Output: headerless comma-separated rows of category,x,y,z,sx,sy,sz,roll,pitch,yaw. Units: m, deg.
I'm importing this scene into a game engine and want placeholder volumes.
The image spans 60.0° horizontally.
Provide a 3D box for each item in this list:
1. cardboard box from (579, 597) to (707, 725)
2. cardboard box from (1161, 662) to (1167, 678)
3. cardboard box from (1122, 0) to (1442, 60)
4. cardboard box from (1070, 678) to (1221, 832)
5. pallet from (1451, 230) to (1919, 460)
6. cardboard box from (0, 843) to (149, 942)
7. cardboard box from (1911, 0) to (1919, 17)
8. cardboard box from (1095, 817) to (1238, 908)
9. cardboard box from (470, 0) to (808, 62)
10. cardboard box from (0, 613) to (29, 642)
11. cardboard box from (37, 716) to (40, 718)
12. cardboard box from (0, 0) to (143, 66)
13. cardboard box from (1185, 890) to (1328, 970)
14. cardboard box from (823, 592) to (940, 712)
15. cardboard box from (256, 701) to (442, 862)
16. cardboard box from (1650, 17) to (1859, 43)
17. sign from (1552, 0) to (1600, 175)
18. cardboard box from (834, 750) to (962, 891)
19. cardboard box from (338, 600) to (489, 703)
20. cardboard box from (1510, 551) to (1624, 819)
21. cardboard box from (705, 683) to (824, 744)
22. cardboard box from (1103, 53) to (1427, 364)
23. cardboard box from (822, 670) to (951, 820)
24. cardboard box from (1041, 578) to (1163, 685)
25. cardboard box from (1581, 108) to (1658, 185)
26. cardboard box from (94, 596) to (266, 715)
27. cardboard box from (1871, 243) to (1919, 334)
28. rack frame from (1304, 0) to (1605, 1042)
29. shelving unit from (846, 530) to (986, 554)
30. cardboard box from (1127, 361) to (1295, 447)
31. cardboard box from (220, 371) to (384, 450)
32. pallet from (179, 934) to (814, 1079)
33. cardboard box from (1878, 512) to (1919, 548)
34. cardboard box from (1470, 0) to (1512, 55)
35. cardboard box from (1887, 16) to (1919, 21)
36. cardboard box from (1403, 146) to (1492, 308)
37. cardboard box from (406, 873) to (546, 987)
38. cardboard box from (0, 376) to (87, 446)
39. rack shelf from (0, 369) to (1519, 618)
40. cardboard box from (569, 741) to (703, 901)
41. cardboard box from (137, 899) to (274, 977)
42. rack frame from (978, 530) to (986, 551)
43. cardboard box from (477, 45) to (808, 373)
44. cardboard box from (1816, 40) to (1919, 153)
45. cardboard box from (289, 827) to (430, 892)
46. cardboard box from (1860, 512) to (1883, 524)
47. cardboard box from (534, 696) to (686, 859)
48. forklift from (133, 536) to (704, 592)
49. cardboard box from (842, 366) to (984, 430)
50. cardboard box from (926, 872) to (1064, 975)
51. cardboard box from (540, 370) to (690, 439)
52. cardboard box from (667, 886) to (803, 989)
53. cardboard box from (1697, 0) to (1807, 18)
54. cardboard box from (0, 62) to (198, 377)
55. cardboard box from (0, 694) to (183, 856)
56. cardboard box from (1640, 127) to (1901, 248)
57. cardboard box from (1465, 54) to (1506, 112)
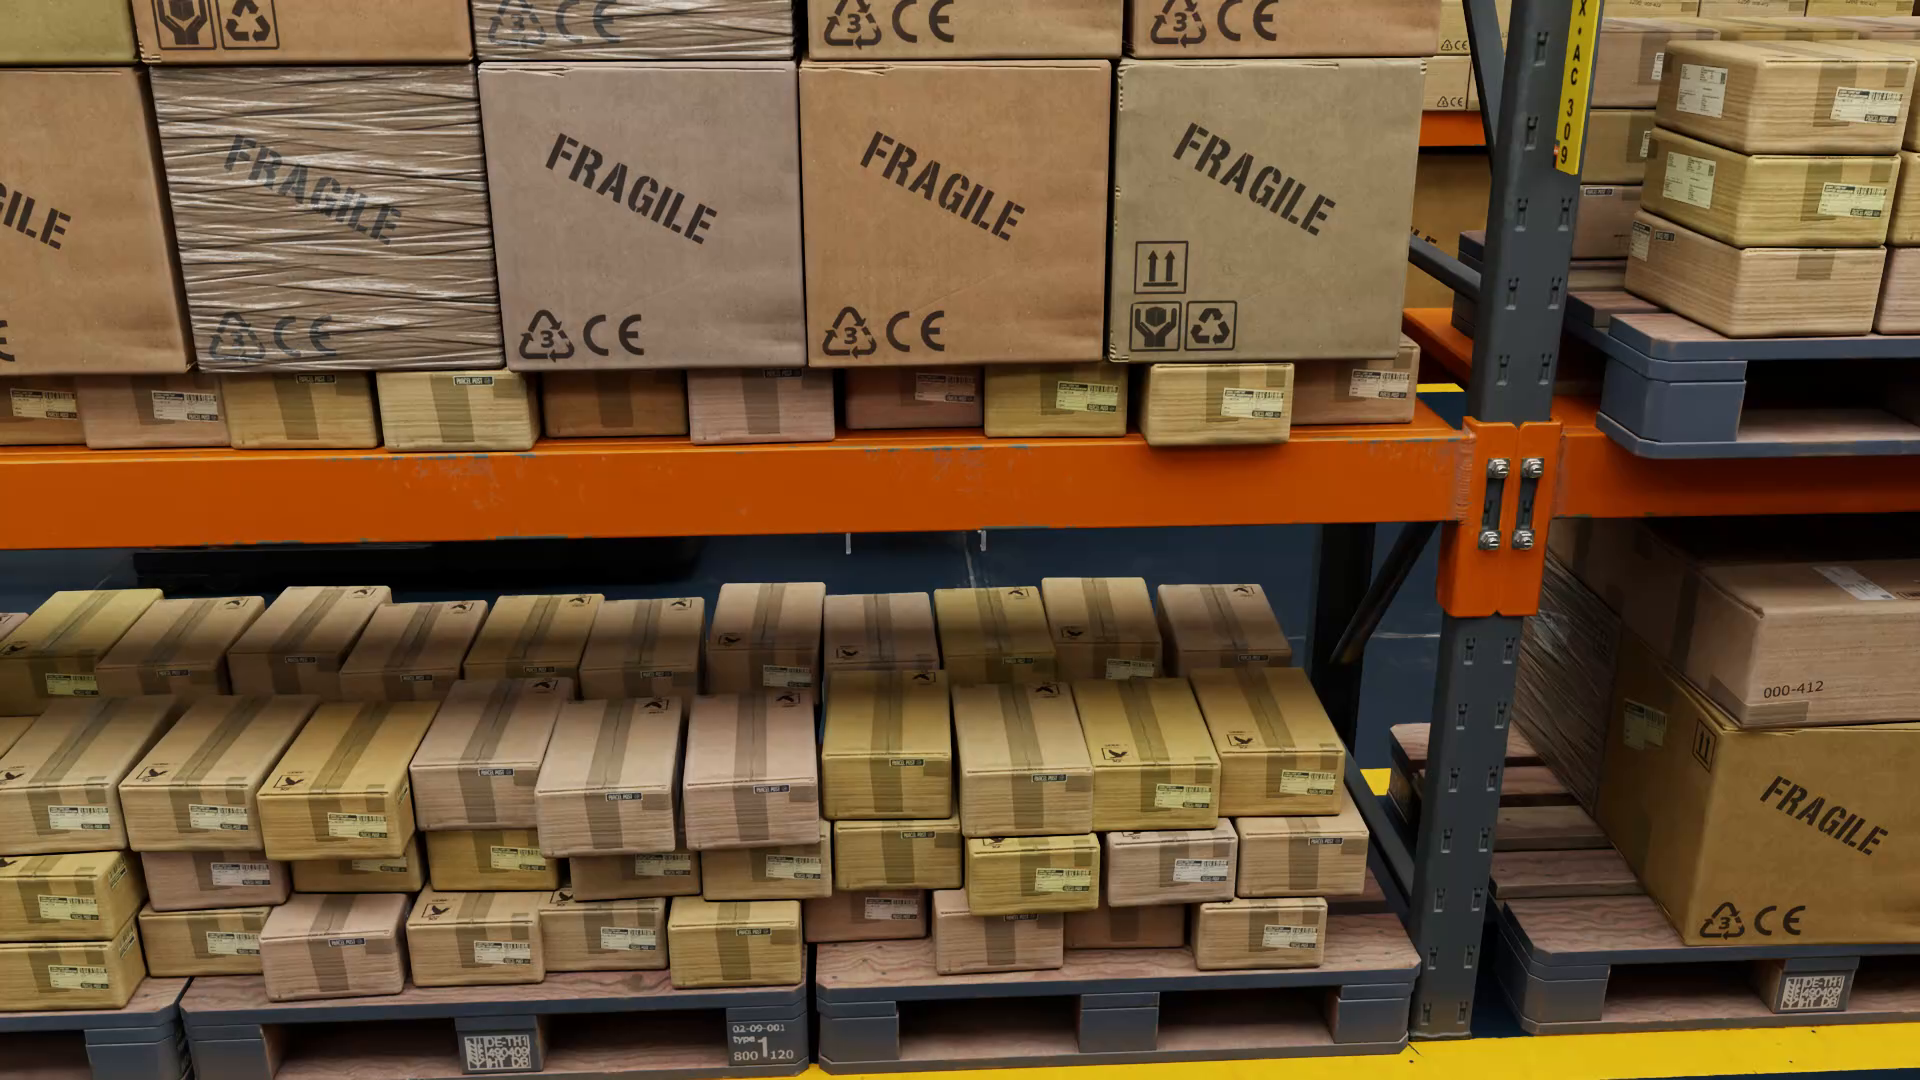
cardboard box,-0.710,0.273,3.768,0.250,0.149,0.380,-2,21,-5
cardboard box,0.578,0.341,4.008,0.250,0.149,0.380,0,21,-1
cardboard box,0.505,-1.097,2.823,0.500,0.500,0.500,-2,21,-5
cardboard box,0.366,0.427,3.364,0.250,0.149,0.380,-1,21,-2
pallet,1.730,-0.424,3.289,1.213,0.211,1.003,-1,21,-3
cardboard box,-1.719,0.620,3.274,0.250,0.149,0.380,-1,21,-1
cardboard box,5.007,-2.877,8.314,0.500,0.500,0.500,-2,21,-5
cardboard box,0.393,0.576,3.390,0.250,0.149,0.380,-2,21,-6
cardboard box,-0.523,-1.080,2.777,0.500,0.500,0.500,-1,21,-2
cardboard box,-2.267,0.304,3.687,0.250,0.149,0.380,-1,21,-2
cardboard box,-2.005,0.405,3.840,0.250,0.149,0.380,-2,21,-5
cardboard box,-1.547,-1.052,2.704,0.500,0.500,0.500,-2,21,-4
cardboard box,0.587,0.715,3.443,0.250,0.149,0.380,-1,21,-2
cardboard box,-0.184,0.262,3.797,0.250,0.149,0.380,-2,21,-4
cardboard box,-1.179,0.466,3.262,0.250,0.149,0.380,-1,21,-2
cardboard box,1.617,-0.990,3.432,0.250,0.149,0.380,-2,21,-5
sign,0.997,-0.762,2.690,0.005,0.325,0.100,-1,21,-3
cardboard box,-0.129,0.558,3.437,0.250,0.149,0.380,-1,21,-3
cardboard box,-1.219,0.280,3.751,0.250,0.149,0.380,-2,21,-5
cardboard box,1.683,0.318,3.994,0.500,0.500,0.500,-2,21,-4
cardboard box,-0.456,0.397,3.860,0.250,0.149,0.380,0,21,-1
cardboard box,0.492,-0.625,2.989,0.500,0.500,0.500,-1,21,-3
cardboard box,-0.146,0.412,3.403,0.250,0.149,0.380,0,21,-1
cardboard box,0.325,0.226,3.892,0.250,0.149,0.380,0,21,0
cardboard box,1.345,-0.846,3.472,0.250,0.149,0.380,-1,21,-1
cardboard box,-1.753,0.271,3.774,0.250,0.149,0.380,-2,21,-5
cardboard box,1.655,-0.481,2.932,0.250,0.149,0.380,-1,21,-2
rack frame,0.959,-0.550,3.349,0.127,3.000,1.000,-1,21,-3
shelving unit,-0.165,-0.557,5.899,0.503,1.200,0.258,-1,21,-3
cardboard box,0.436,-0.300,3.045,0.250,0.149,0.380,-2,21,-4
cardboard box,-1.138,-0.291,3.023,0.250,0.149,0.380,0,21,-1
pallet,-0.931,0.805,3.709,1.213,0.211,1.003,-1,21,-3
cardboard box,2.243,0.139,3.410,0.500,0.250,0.500,-1,21,-2
cardboard box,2.560,-2.411,7.746,0.500,0.250,0.500,-2,21,-5
cardboard box,2.137,-1.000,3.458,0.250,0.149,0.380,-1,21,-3
cardboard box,2.091,-1.572,8.429,0.875,0.875,0.875,-1,21,-1
cardboard box,-0.950,0.734,3.393,0.250,0.149,0.380,-1,21,-3
cardboard box,-1.646,-0.298,3.042,0.250,0.149,0.380,-1,21,-4
rack shelf,-1.038,-0.173,3.371,4.000,0.370,1.077,-1,21,-3
cardboard box,-0.652,0.569,3.410,0.250,0.149,0.380,-2,21,-6
cardboard box,-1.479,0.723,3.422,0.250,0.149,0.380,-1,21,-3
rack frame,0.078,-0.562,5.912,0.015,1.200,0.240,-1,21,-3
cardboard box,-0.523,-0.606,2.937,0.500,0.500,0.500,-1,21,-3
cardboard box,1.656,-0.759,2.826,0.250,0.149,0.380,-1,21,-2
cardboard box,-1.191,0.561,3.430,0.250,0.149,0.380,0,21,0
cardboard box,2.202,-0.039,3.877,0.500,0.250,0.500,0,21,0
cardboard box,-0.680,0.460,3.276,0.250,0.149,0.380,-2,21,-5
forklift,-2.439,-1.384,5.638,3.031,2.935,1.130,-1,21,-2
cardboard box,-0.096,-0.334,3.137,0.250,0.149,0.380,-2,21,-5
cardboard box,0.062,0.719,3.433,0.250,0.149,0.380,-2,21,-5
cardboard box,-0.620,-0.317,3.090,0.250,0.149,0.380,-1,21,-4
cardboard box,-0.447,0.736,3.388,0.250,0.149,0.380,-1,21,-3
cardboard box,3.588,-2.439,7.820,0.500,0.250,0.500,-2,21,-4
cardboard box,-1.548,-0.591,2.898,0.500,0.500,0.500,-1,21,-2
cardboard box,-1.722,0.457,3.285,0.250,0.149,0.380,-2,21,-6
cardboard box,1.378,-0.612,2.858,0.250,0.149,0.380,-1,21,-2
cardboard box,2.558,-2.174,7.826,0.500,0.250,0.500,-1,21,-4
